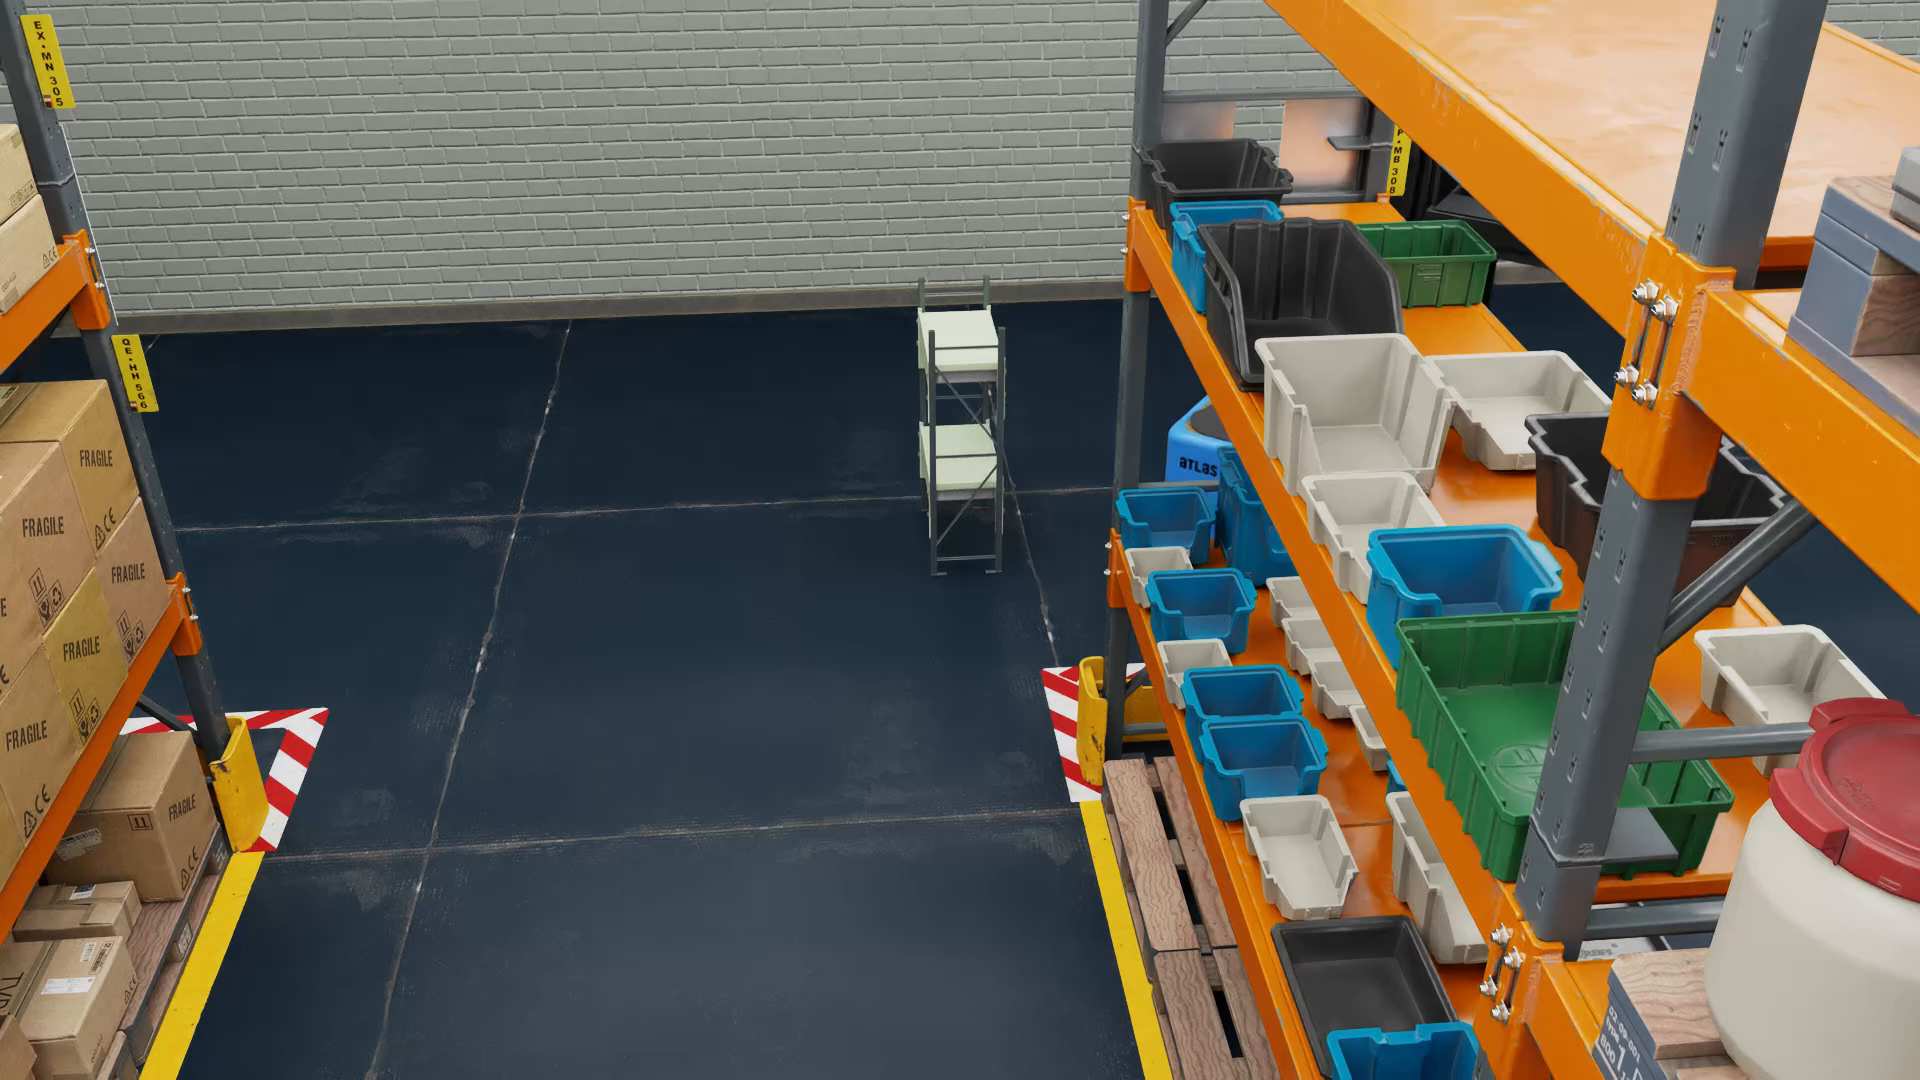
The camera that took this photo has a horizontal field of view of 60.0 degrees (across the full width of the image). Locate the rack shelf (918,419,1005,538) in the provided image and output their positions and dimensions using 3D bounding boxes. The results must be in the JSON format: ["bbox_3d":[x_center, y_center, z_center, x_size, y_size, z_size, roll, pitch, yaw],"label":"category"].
[{"bbox_3d":[0.001,-0.361,9.527,0.431,0.370,0.720,-3,31,-5],"label":"rack shelf"}]

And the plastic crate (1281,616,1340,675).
[{"bbox_3d":[1.438,0.411,6.335,0.396,0.136,0.243,-3,31,-5],"label":"plastic crate"}]

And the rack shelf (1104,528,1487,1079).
[{"bbox_3d":[1.356,1.098,5.689,1.077,0.370,4.000,-3,31,-5],"label":"rack shelf"}]

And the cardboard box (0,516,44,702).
[{"bbox_3d":[-3.346,0.267,5.305,0.500,0.500,0.500,-2,31,-3],"label":"cardboard box"}]

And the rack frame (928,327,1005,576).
[{"bbox_3d":[0.035,-0.454,9.047,0.400,1.500,0.023,-3,31,-5],"label":"rack frame"}]

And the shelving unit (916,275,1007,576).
[{"bbox_3d":[0.001,-0.640,9.360,0.431,1.500,0.755,-3,31,-5],"label":"shelving unit"}]

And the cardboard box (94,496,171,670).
[{"bbox_3d":[-3.450,0.176,6.434,0.500,0.500,0.500,-2,31,-3],"label":"cardboard box"}]

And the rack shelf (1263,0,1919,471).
[{"bbox_3d":[1.356,-1.306,4.253,1.077,0.370,4.000,-3,31,-5],"label":"rack shelf"}]

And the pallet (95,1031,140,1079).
[{"bbox_3d":[-3.570,2.268,5.749,1.003,0.211,1.213,-3,31,-5],"label":"pallet"}]

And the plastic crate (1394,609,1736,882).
[{"bbox_3d":[1.202,0.411,3.418,0.450,0.188,0.662,-3,31,-5],"label":"plastic crate"}]

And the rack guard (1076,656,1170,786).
[{"bbox_3d":[1.154,0.829,7.875,1.175,0.500,0.348,-3,31,-5],"label":"rack guard"}]

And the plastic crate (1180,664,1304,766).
[{"bbox_3d":[0.987,0.628,5.879,0.416,0.233,0.300,-3,31,-5],"label":"plastic crate"}]

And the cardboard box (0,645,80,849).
[{"bbox_3d":[-3.357,0.695,5.563,0.500,0.500,0.500,-3,31,-4],"label":"cardboard box"}]

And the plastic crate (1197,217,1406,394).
[{"bbox_3d":[1.038,-0.700,5.133,0.504,0.338,0.767,-3,31,-5],"label":"plastic crate"}]

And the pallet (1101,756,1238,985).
[{"bbox_3d":[1.208,1.388,7.221,1.003,0.211,1.213,-3,31,-5],"label":"pallet"}]

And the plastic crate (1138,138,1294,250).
[{"bbox_3d":[0.928,-1.254,6.127,0.497,0.269,0.590,-3,31,-5],"label":"plastic crate"}]

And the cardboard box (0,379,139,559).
[{"bbox_3d":[-3.448,-0.255,6.180,0.500,0.500,0.500,-3,31,-5],"label":"cardboard box"}]

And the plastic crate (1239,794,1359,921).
[{"bbox_3d":[1.081,1.023,5.312,0.293,0.136,0.466,-3,31,-5],"label":"plastic crate"}]

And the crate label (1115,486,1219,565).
[{"bbox_3d":[0.864,-0.044,7.004,0.416,0.233,0.303,-3,31,-5],"label":"crate label"}]

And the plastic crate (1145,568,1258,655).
[{"bbox_3d":[0.926,0.292,6.442,0.416,0.233,0.300,-3,31,-5],"label":"plastic crate"}]

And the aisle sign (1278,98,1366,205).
[{"bbox_3d":[1.454,-1.399,6.633,0.394,0.787,0.004,-3,31,-5],"label":"aisle sign"}]

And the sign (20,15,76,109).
[{"bbox_3d":[-3.208,-1.681,5.851,0.100,0.325,0.005,-3,31,-5],"label":"sign"}]

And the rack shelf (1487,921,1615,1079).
[{"bbox_3d":[1.730,1.852,1.501,1.077,0.370,4.000,-3,31,-5],"label":"rack shelf"}]

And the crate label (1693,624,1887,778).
[{"bbox_3d":[1.785,0.372,3.535,0.293,0.136,0.466,-3,31,-5],"label":"crate label"}]

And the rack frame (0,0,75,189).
[{"bbox_3d":[-3.763,-2.572,5.282,1.000,3.000,0.127,-3,31,-5],"label":"rack frame"}]

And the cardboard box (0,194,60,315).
[{"bbox_3d":[-3.452,-0.971,5.671,0.500,0.250,0.500,-3,31,-5],"label":"cardboard box"}]

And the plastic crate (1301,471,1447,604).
[{"bbox_3d":[1.045,0.004,4.150,0.293,0.136,0.466,-3,31,-5],"label":"plastic crate"}]

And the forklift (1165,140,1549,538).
[{"bbox_3d":[2.596,-0.730,8.114,3.031,2.935,1.130,17,35,26],"label":"forklift"}]

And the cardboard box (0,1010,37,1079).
[{"bbox_3d":[-3.570,1.969,5.534,0.797,0.503,0.637,-3,31,-5],"label":"cardboard box"}]

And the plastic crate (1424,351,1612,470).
[{"bbox_3d":[1.609,-0.364,4.766,0.437,0.136,0.530,-3,31,-5],"label":"plastic crate"}]

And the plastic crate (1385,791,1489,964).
[{"bbox_3d":[1.584,1.047,5.130,0.437,0.282,0.530,-3,31,-5],"label":"plastic crate"}]

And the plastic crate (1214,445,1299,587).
[{"bbox_3d":[1.386,-0.111,6.919,0.616,0.435,0.499,-3,31,-5],"label":"plastic crate"}]

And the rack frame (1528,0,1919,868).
[{"bbox_3d":[1.543,-0.766,2.257,1.000,3.000,0.127,-3,31,-5],"label":"rack frame"}]

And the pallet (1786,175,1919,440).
[{"bbox_3d":[1.651,-0.092,1.703,1.003,0.211,1.213,-3,31,-5],"label":"pallet"}]

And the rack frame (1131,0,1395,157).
[{"bbox_3d":[1.169,-2.808,5.676,1.000,3.000,0.127,-3,31,-5],"label":"rack frame"}]

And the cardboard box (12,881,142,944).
[{"bbox_3d":[-3.519,1.507,6.635,0.380,0.166,0.250,-3,31,-5],"label":"cardboard box"}]

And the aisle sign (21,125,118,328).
[{"bbox_3d":[-3.464,-1.162,6.236,0.394,0.787,0.004,-3,31,-5],"label":"aisle sign"}]

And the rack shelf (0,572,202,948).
[{"bbox_3d":[-3.576,1.333,5.295,1.077,0.370,4.000,-3,31,-5],"label":"rack shelf"}]

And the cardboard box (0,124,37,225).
[{"bbox_3d":[-3.461,-1.185,5.543,0.500,0.250,0.500,-3,31,-5],"label":"cardboard box"}]

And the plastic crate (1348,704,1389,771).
[{"bbox_3d":[1.535,0.703,5.847,0.298,0.136,0.250,-3,31,-5],"label":"plastic crate"}]
